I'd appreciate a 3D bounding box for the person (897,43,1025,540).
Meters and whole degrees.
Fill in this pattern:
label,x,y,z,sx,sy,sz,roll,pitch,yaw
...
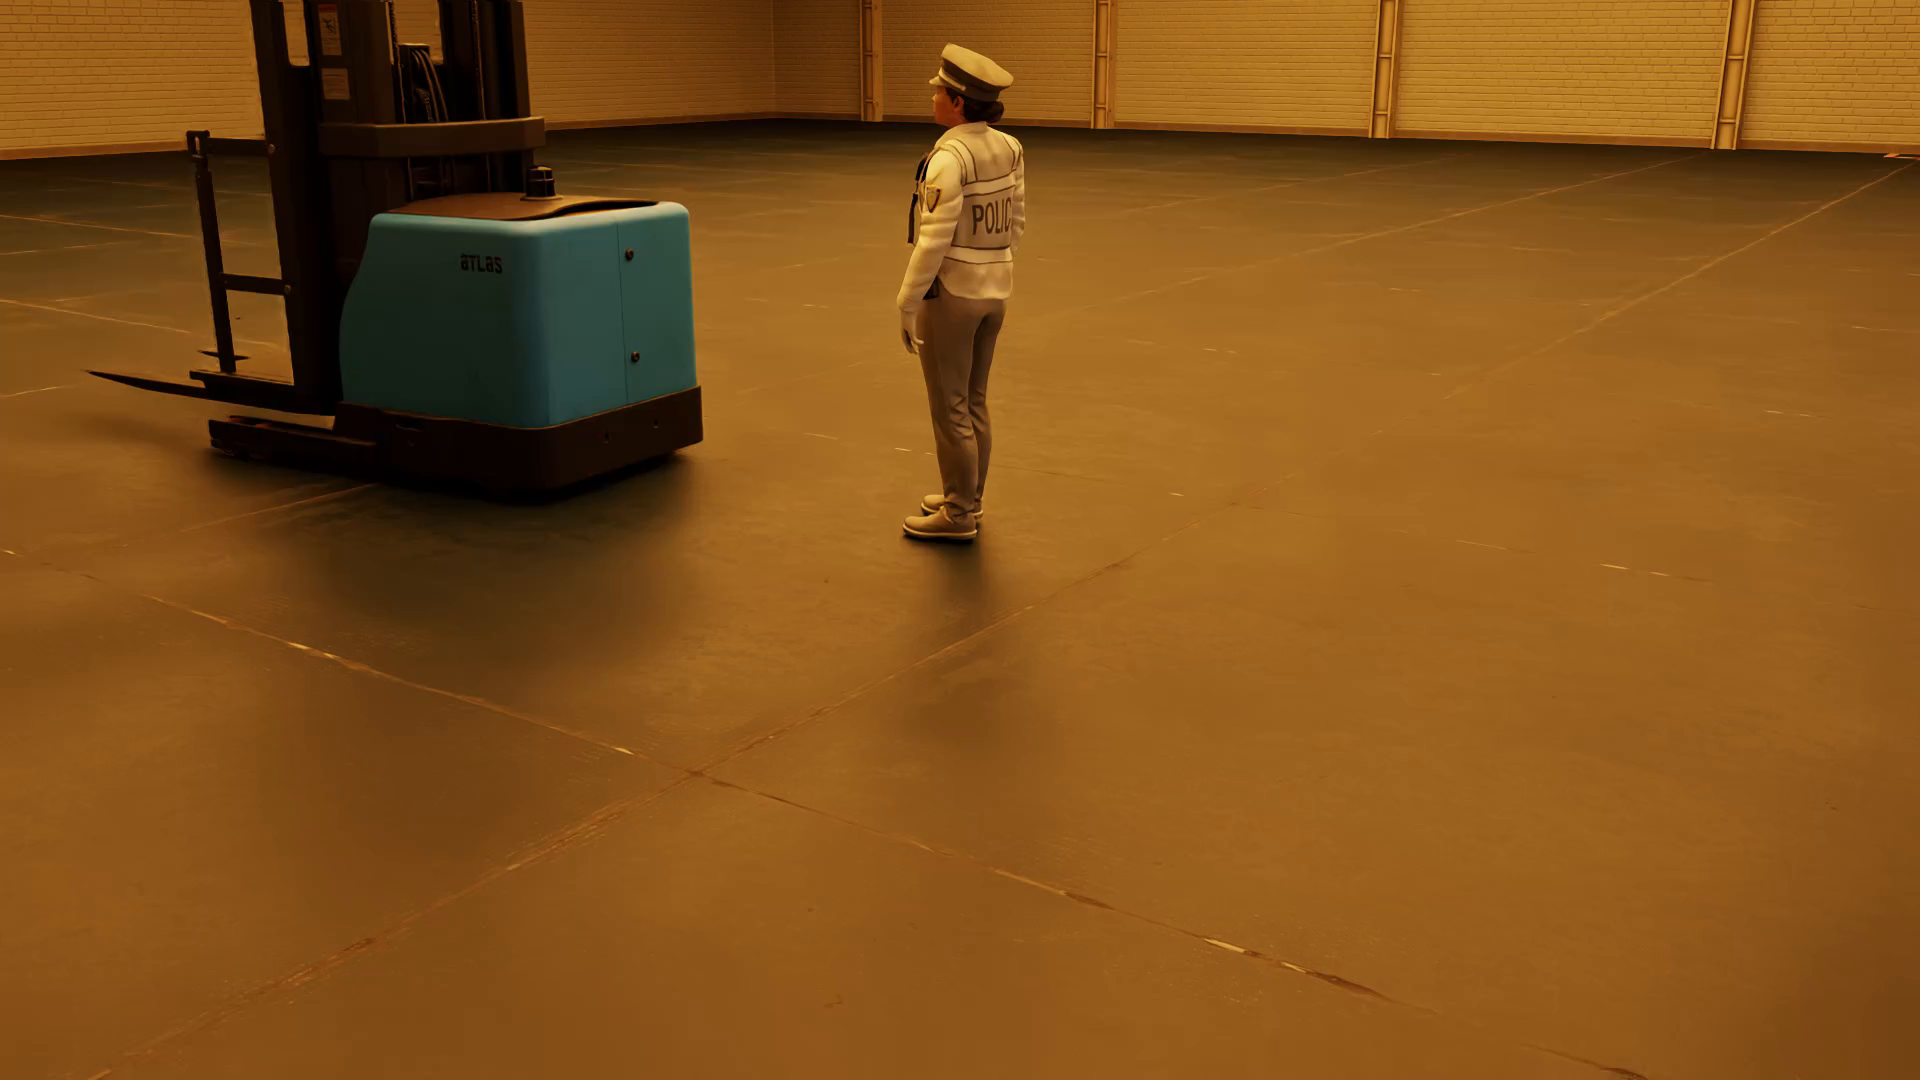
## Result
label,x,y,z,sx,sy,sz,roll,pitch,yaw
person,-0.051,-0.831,5.745,0.533,1.696,0.588,11,20,33

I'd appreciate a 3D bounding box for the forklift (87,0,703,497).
label,x,y,z,sx,sy,sz,roll,pitch,yaw
forklift,-2.639,-1.859,7.048,3.031,2.935,1.130,9,19,28
